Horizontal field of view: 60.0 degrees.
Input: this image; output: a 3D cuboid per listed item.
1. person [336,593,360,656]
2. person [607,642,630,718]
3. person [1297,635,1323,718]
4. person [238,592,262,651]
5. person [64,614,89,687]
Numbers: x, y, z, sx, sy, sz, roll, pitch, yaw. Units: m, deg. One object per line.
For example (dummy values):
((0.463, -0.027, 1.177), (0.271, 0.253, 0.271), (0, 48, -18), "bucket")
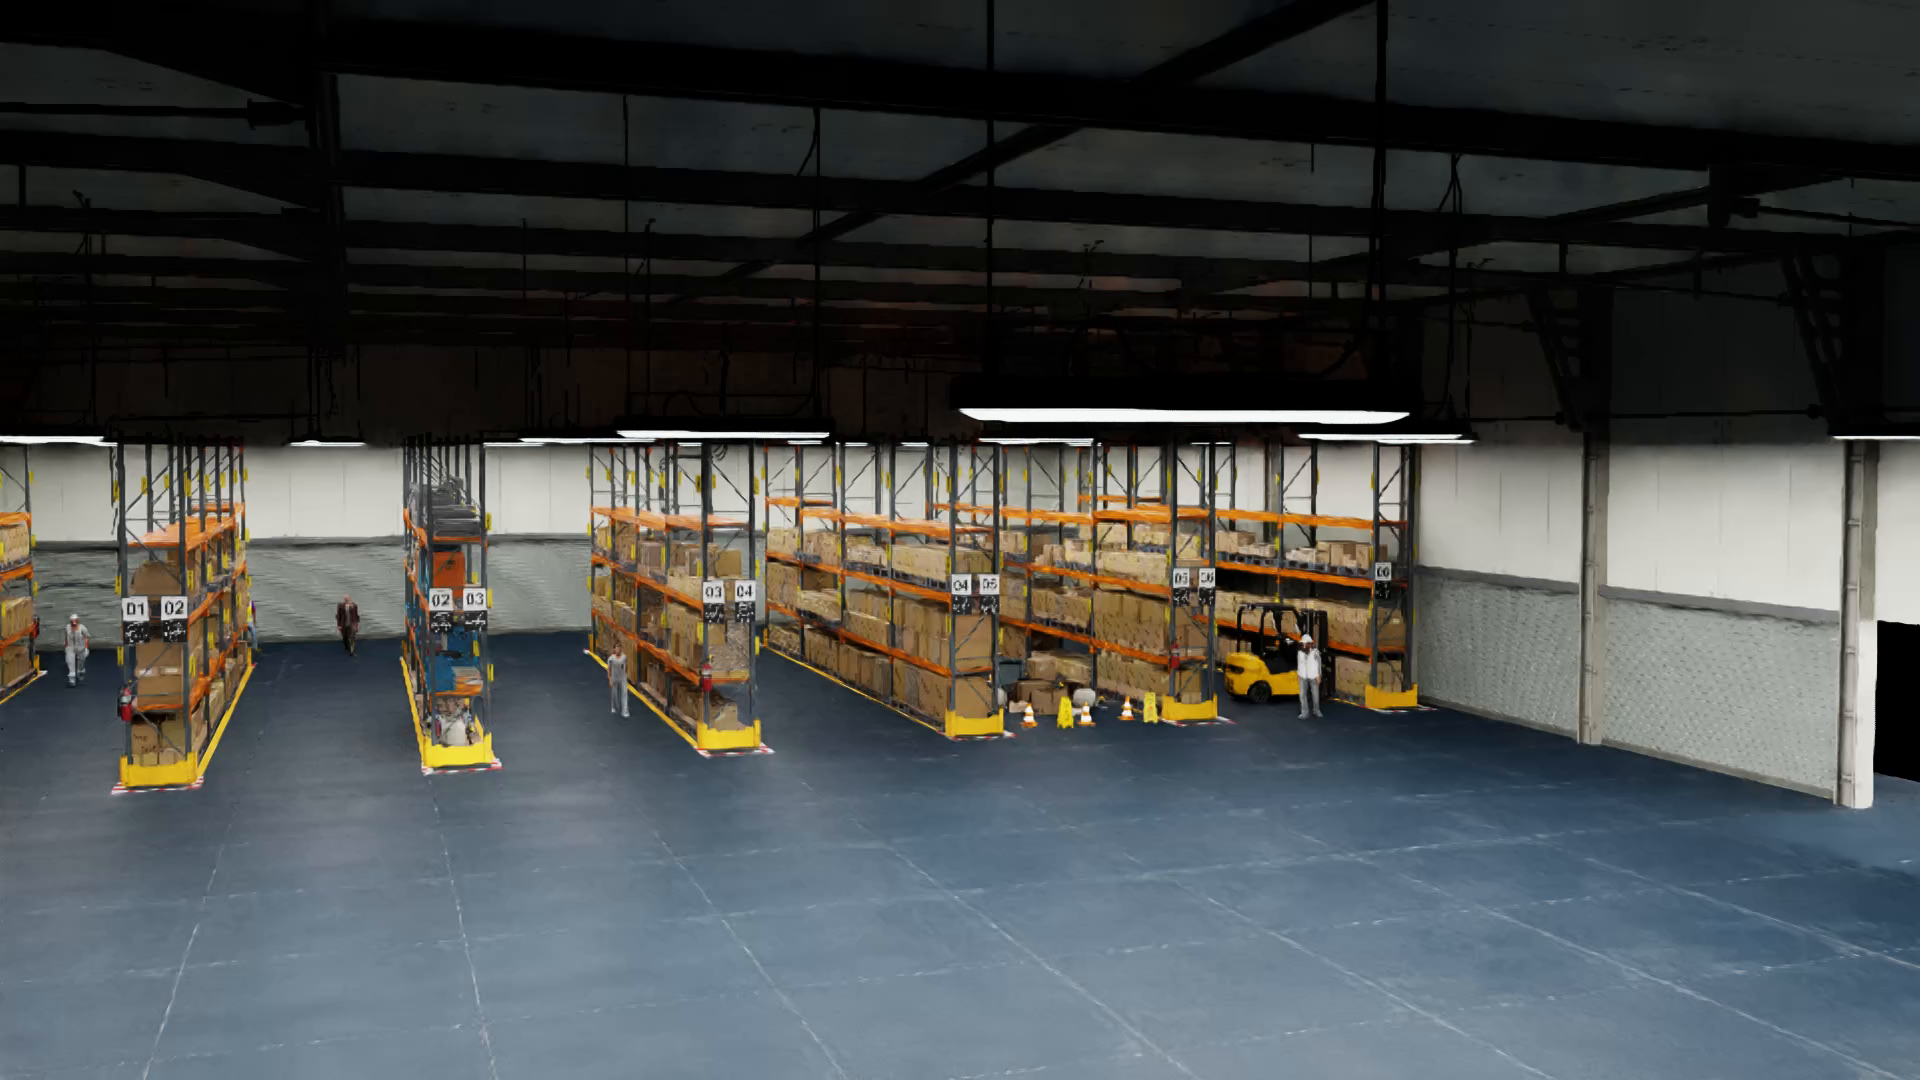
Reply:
((-16.879, 2.316, 45.841), (0.598, 1.698, 1.193), (-1, 3, -17), "person")
((-7.276, 2.950, 35.372), (0.446, 1.590, 1.109), (-1, 3, -17), "person")
((7.424, 2.890, 35.328), (0.560, 1.765, 0.590), (2, 4, 29), "person")
((-20.095, 2.277, 46.709), (0.714, 1.697, 0.823), (-2, 4, -37), "person")
((-21.274, 2.627, 40.039), (0.565, 1.719, 1.042), (-1, 3, -21), "person")
